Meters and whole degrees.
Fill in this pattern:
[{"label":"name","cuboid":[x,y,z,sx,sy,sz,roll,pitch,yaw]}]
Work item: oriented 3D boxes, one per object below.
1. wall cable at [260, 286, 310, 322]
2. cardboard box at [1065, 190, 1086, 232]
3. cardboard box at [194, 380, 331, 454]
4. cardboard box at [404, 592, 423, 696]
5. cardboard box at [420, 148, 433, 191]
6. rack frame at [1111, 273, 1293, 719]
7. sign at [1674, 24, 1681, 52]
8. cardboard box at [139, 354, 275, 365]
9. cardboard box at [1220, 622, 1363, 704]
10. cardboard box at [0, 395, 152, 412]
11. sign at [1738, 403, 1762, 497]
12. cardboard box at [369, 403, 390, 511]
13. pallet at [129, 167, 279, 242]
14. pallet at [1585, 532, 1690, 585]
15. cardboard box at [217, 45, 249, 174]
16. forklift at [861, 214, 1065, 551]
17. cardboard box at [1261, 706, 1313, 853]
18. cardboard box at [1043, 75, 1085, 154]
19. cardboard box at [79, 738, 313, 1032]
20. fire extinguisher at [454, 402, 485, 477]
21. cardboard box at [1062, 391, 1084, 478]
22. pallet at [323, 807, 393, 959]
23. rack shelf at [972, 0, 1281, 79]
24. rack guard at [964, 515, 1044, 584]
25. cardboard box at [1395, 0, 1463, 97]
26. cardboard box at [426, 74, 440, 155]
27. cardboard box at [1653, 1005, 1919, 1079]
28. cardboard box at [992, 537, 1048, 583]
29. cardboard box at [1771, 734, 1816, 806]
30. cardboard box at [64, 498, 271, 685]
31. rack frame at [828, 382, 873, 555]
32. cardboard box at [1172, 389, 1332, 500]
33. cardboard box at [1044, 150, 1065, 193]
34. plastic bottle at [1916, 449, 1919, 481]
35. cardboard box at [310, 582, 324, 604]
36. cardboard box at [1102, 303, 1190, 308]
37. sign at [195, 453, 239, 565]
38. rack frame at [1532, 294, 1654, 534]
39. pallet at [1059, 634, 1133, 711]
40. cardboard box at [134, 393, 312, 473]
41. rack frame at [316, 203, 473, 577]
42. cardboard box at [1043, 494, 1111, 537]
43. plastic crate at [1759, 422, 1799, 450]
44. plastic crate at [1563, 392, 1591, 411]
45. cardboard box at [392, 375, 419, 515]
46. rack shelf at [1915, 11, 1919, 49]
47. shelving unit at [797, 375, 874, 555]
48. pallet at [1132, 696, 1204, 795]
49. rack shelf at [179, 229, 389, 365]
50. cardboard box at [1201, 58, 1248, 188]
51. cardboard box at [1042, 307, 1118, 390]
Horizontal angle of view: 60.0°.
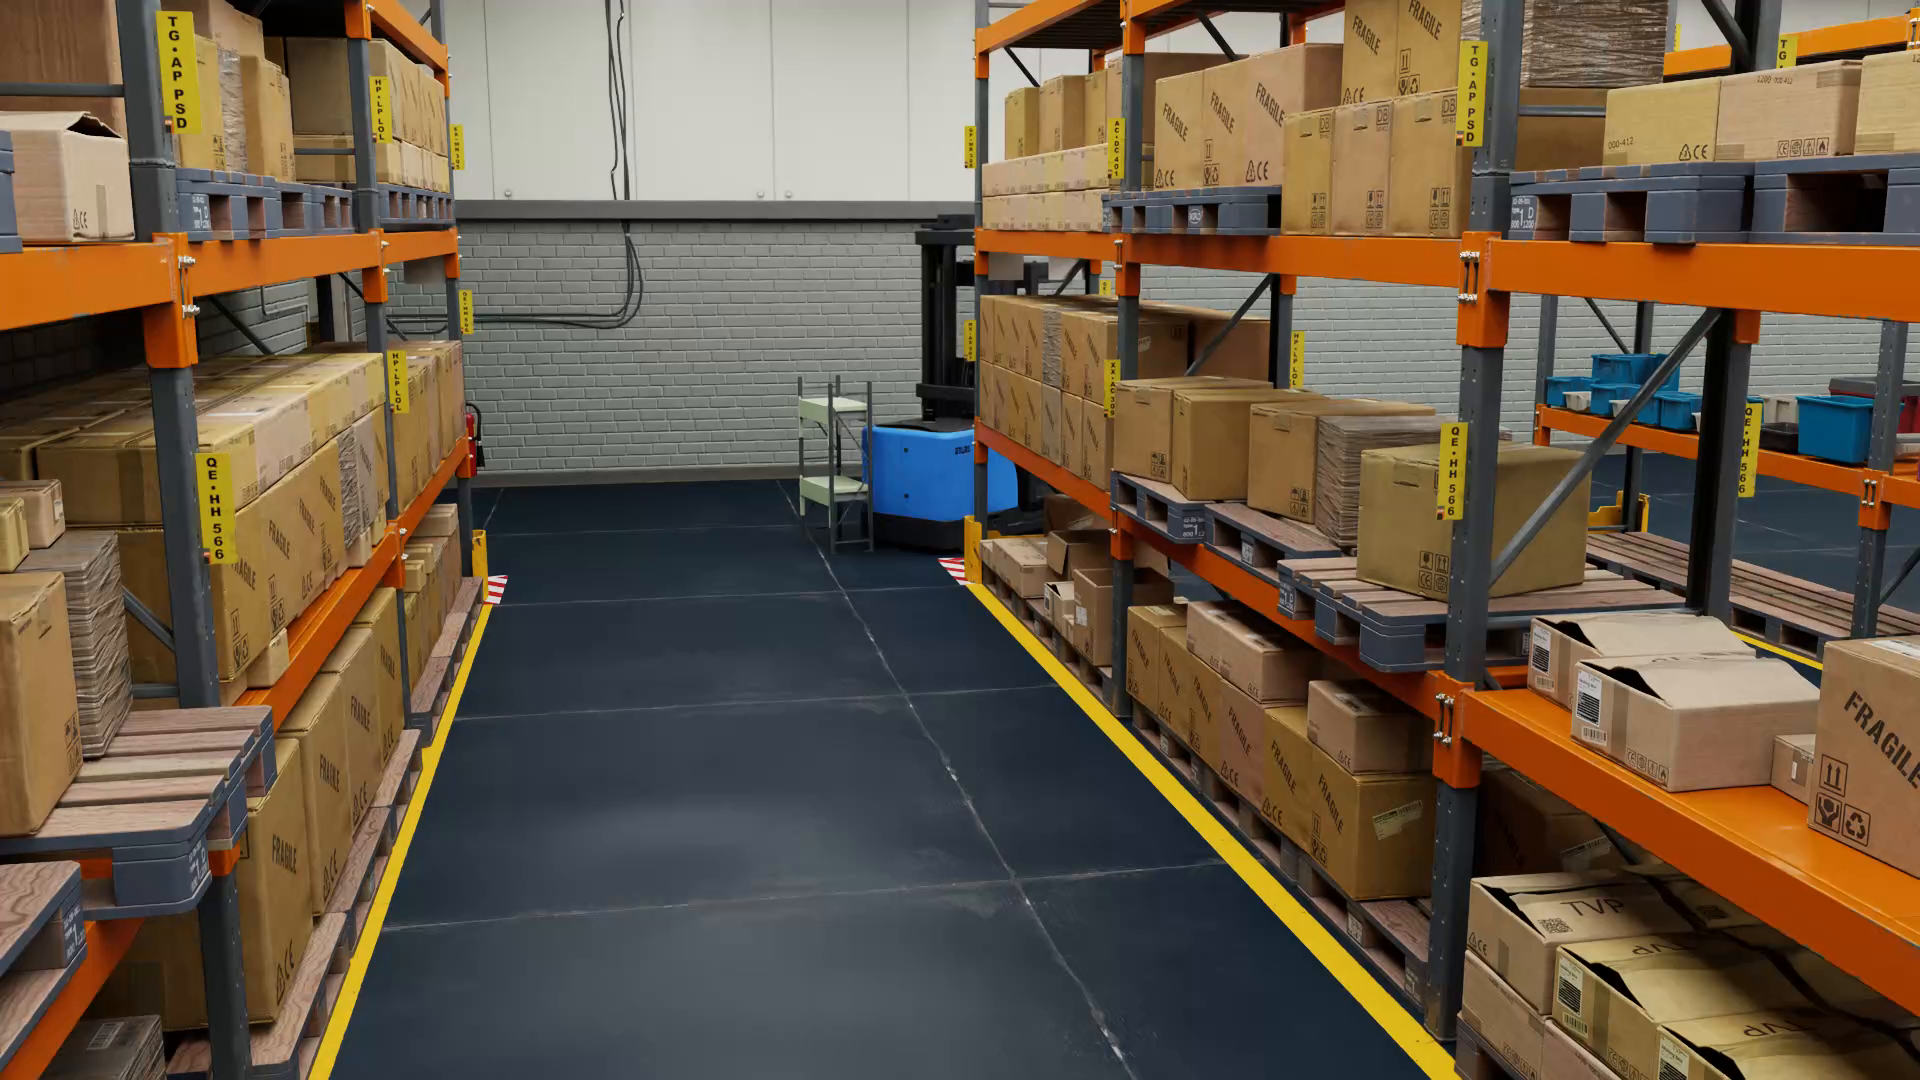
[{"label":"wall cable","cuboid":[-5.418,-1.705,13.471,0.084,1.984,1.851,-2,11,-11]},{"label":"cardboard box","cuboid":[0.953,-2.025,10.243,0.500,0.250,0.500,-2,11,-11]},{"label":"cardboard box","cuboid":[-2.833,-0.488,6.671,0.500,0.250,0.500,-2,11,-12]},{"label":"cardboard box","cuboid":[-3.508,0.609,9.593,0.700,0.500,0.500,-2,11,-10]},{"label":"cardboard box","cuboid":[-3.630,-2.346,10.540,0.500,0.250,0.500,-2,11,-13]},{"label":"rack frame","cuboid":[1.395,-0.453,9.608,1.000,3.000,0.127,-2,11,-11]},{"label":"sign","cuboid":[6.013,-4.178,13.995,0.100,0.325,0.005,-2,11,-11]},{"label":"cardboard box","cuboid":[-3.629,-0.752,8.056,0.500,0.250,0.500,-2,11,-9]},{"label":"cardboard box","cuboid":[1.543,0.563,7.771,0.500,0.250,0.500,-2,11,-12]},{"label":"cardboard box","cuboid":[-3.222,-0.375,6.077,0.500,0.250,0.500,-2,11,-12]},{"label":"sign","cuboid":[2.717,-0.309,5.755,0.100,0.325,0.005,-2,11,-11]},{"label":"cardboard box","cuboid":[-3.126,-0.402,8.222,0.500,0.500,0.500,-2,11,-12]},{"label":"pallet","cuboid":[-2.863,-1.036,5.151,1.213,0.211,1.003,-2,11,-8]},{"label":"pallet","cuboid":[5.599,0.156,13.864,1.003,0.211,1.213,-2,11,-11]},{"label":"cardboard box","cuboid":[-3.194,-1.652,6.439,0.700,0.500,0.500,-2,11,-11]},{"label":"forklift","cuboid":[0.402,-1.568,15.649,1.130,2.935,3.031,8,14,37]},{"label":"cardboard box","cuboid":[1.661,1.034,7.301,0.500,0.500,0.500,-3,11,-13]},{"label":"cardboard box","cuboid":[0.955,-2.829,11.128,0.700,0.500,0.500,-2,11,-11]},{"label":"cardboard box","cuboid":[-2.700,1.171,5.699,0.750,0.750,0.750,-2,11,-12]},{"label":"fire extinguisher","cuboid":[-3.818,-0.829,12.788,0.296,0.674,0.183,-2,11,-11]},{"label":"cardboard box","cuboid":[0.945,-0.679,10.528,0.500,0.500,0.500,-2,11,-9]},{"label":"pallet","cuboid":[-2.999,1.461,7.012,1.003,0.211,1.213,-2,11,-11]},{"label":"rack shelf","cuboid":[1.006,-3.412,11.042,1.077,0.370,4.000,-2,11,-11]},{"label":"rack guard","cuboid":[0.632,0.055,13.623,1.175,0.500,0.348,-2,11,-11]},{"label":"cardboard box","cuboid":[1.995,-1.907,6.283,0.500,0.500,0.500,-2,11,-11]},{"label":"cardboard box","cuboid":[-3.745,-2.813,10.990,0.500,0.500,0.500,-2,11,-9]},{"label":"cardboard box","cuboid":[2.194,1.446,4.362,0.500,0.311,0.500,-2,11,-13]},{"label":"cardboard box","cuboid":[0.542,0.150,12.618,0.500,0.250,0.500,-2,11,-11]},{"label":"cardboard box","cuboid":[2.476,0.636,4.559,0.380,0.149,0.250,-1,11,-7]},{"label":"cardboard box","cuboid":[-2.529,0.158,5.281,0.500,0.500,0.500,-2,11,-9]},{"label":"rack frame","cuboid":[-0.952,-0.622,14.507,0.400,1.500,0.023,-5,12,-26]},{"label":"cardboard box","cuboid":[1.464,-0.490,8.410,0.700,0.500,0.500,0,11,-2]},{"label":"cardboard box","cuboid":[0.845,-2.361,10.676,0.500,0.250,0.500,-2,11,-11]},{"label":"plastic bottle","cuboid":[5.907,-0.492,10.127,0.061,0.283,0.133,-2,11,-11]},{"label":"cardboard box","cuboid":[-2.875,0.177,6.917,0.380,0.149,0.250,-2,11,-9]},{"label":"cardboard box","cuboid":[1.278,-1.374,11.503,0.500,0.500,0.500,-2,11,-9]},{"label":"sign","cuboid":[-2.155,-0.090,4.815,0.100,0.325,0.005,-2,11,-11]},{"label":"rack frame","cuboid":[5.477,-1.366,14.405,1.000,3.000,0.127,-2,11,-11]},{"label":"pallet","cuboid":[1.262,0.791,10.531,1.003,0.211,1.213,-2,11,-11]},{"label":"cardboard box","cuboid":[-2.727,-0.395,6.180,0.500,0.250,0.500,-2,11,-11]},{"label":"rack frame","cuboid":[-4.241,-1.006,12.512,1.000,3.000,0.127,-2,11,-11]},{"label":"cardboard box","cuboid":[0.964,-0.084,13.178,0.500,0.500,0.500,-2,11,-11]},{"label":"plastic crate","cuboid":[5.773,-0.722,11.598,0.437,0.125,0.590,-2,11,-11]},{"label":"plastic crate","cuboid":[5.183,-1.147,13.799,0.250,0.136,0.298,-2,11,-11]},{"label":"cardboard box","cuboid":[-3.553,-0.520,9.156,0.980,0.700,0.700,-2,11,-10]},{"label":"rack shelf","cuboid":[6.644,-2.663,8.167,1.077,0.370,4.000,-2,11,-11]},{"label":"shelving unit","cuboid":[-1.112,-0.683,14.830,0.431,1.500,0.755,-5,12,-26]},{"label":"pallet","cuboid":[1.590,1.065,9.092,1.003,0.211,1.213,-2,11,-11]},{"label":"rack shelf","cuboid":[-3.074,-1.026,6.518,1.077,0.370,4.000,-2,11,-11]},{"label":"cardboard box","cuboid":[1.573,-2.014,8.130,0.600,0.600,0.600,-2,11,-12]},{"label":"cardboard box","cuboid":[0.843,-1.263,10.922,0.500,0.500,0.500,-2,11,-11]}]
